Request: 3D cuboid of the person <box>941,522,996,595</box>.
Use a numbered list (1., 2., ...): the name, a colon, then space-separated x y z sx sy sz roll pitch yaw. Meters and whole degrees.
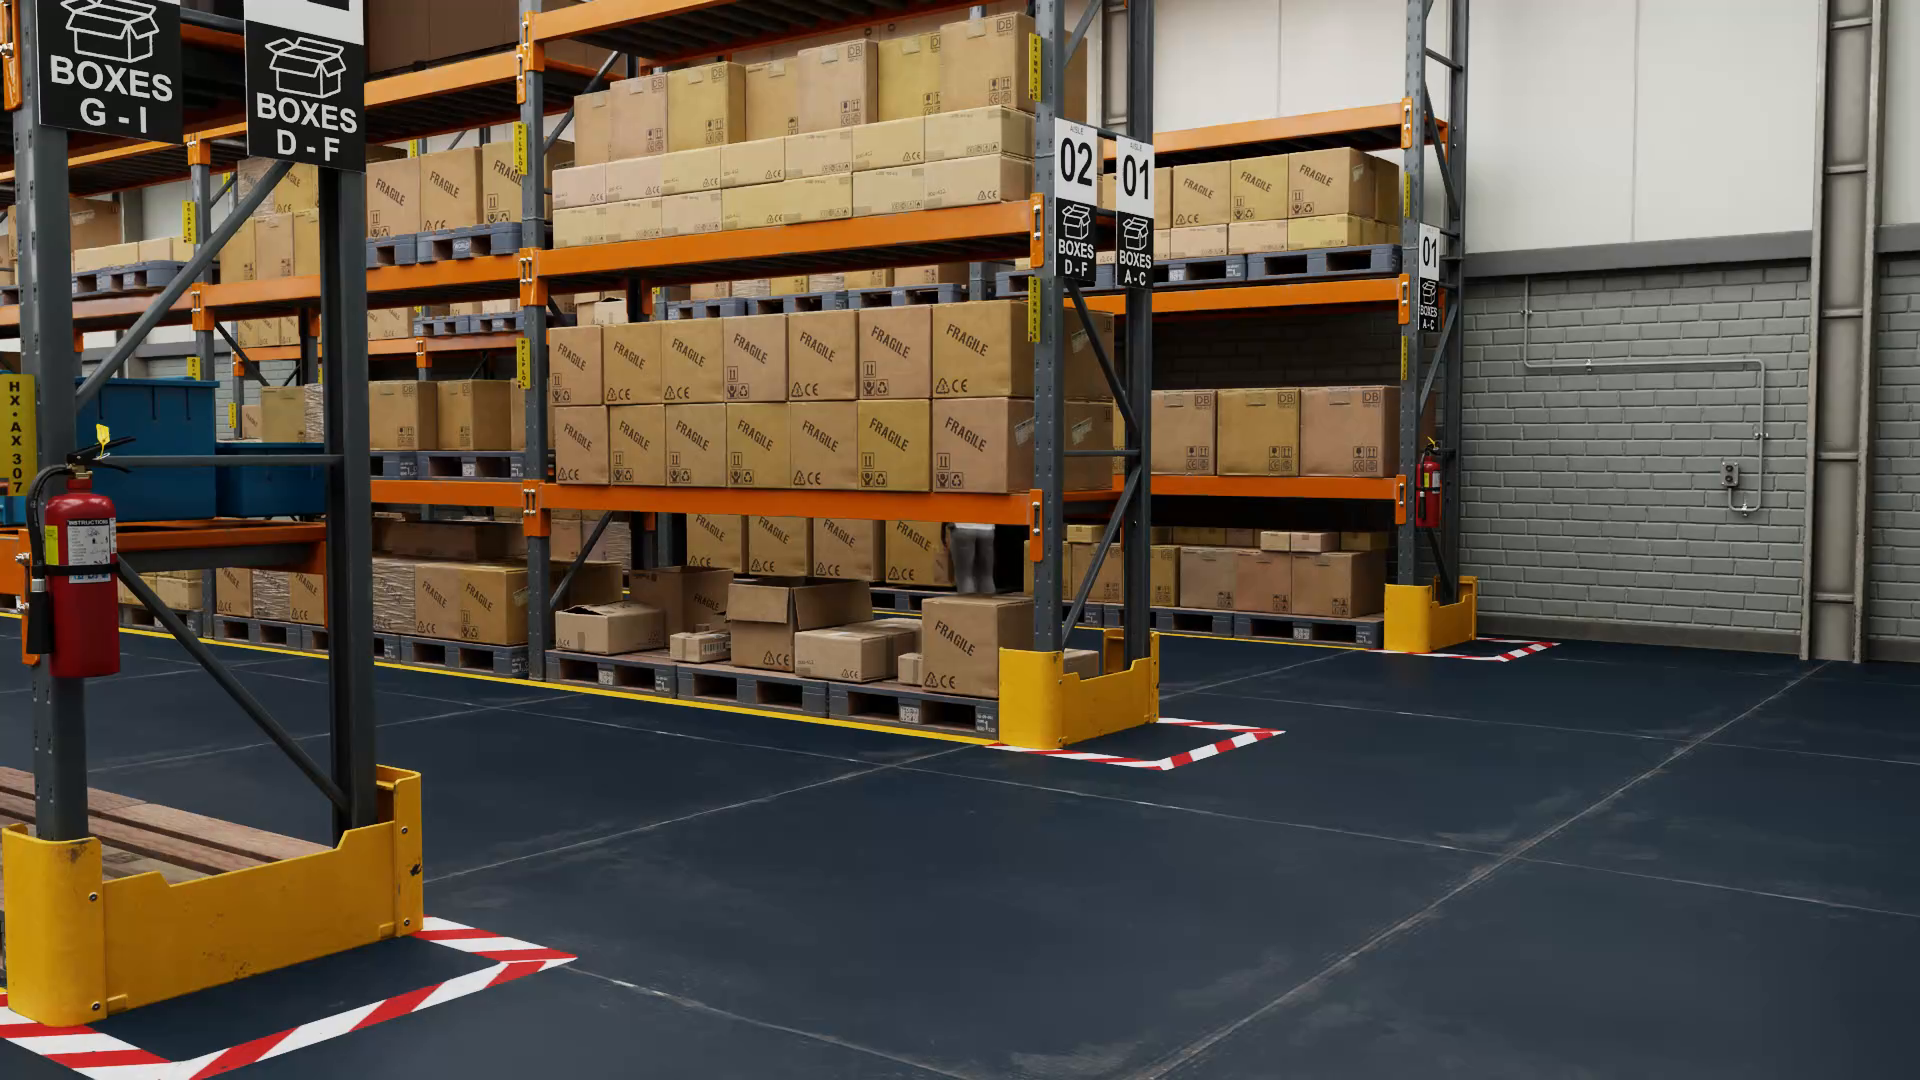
1. person: 0.081 -0.076 13.512 0.543 1.698 0.528 -2 4 -29
